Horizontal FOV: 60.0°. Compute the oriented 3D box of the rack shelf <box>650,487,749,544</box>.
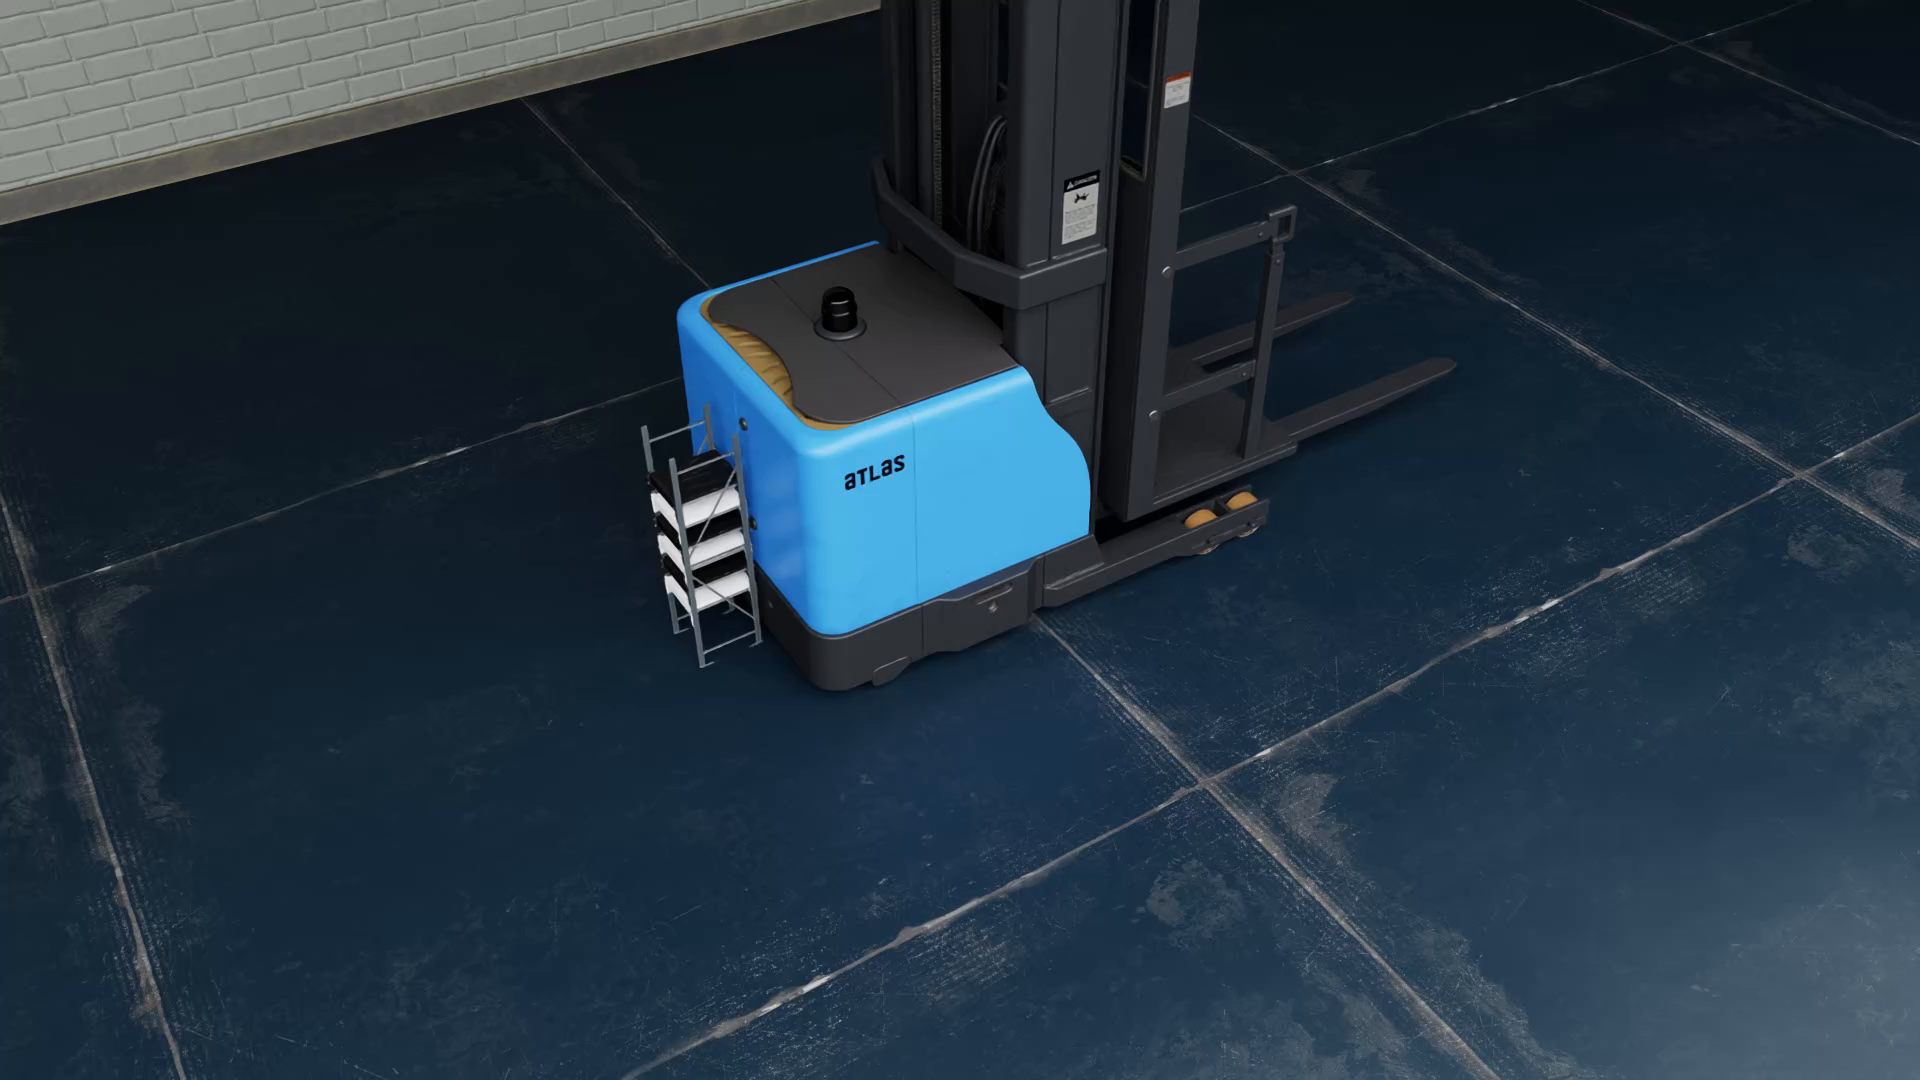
[{"bbox_3d":[-0.854,-0.113,5.451,0.258,0.077,0.200,-23,45,-25],"label":"rack shelf"}]

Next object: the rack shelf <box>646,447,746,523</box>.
[{"bbox_3d":[-0.854,-0.182,5.393,0.258,0.077,0.200,-23,45,-25],"label":"rack shelf"}]

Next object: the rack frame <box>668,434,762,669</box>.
[{"bbox_3d":[-0.797,0.054,5.480,0.240,0.900,0.006,-23,45,-25],"label":"rack frame"}]

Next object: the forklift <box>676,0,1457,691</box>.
[{"bbox_3d":[0.562,-1.339,5.567,3.031,2.935,1.130,-22,44,-24],"label":"forklift"}]

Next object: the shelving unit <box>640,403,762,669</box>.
[{"bbox_3d":[-0.853,-0.001,5.546,0.258,0.900,0.210,-23,45,-25],"label":"shelving unit"}]

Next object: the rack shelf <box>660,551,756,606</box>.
[{"bbox_3d":[-0.852,0.094,5.625,0.258,0.077,0.200,-23,45,-25],"label":"rack shelf"}]

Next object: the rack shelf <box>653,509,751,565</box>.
[{"bbox_3d":[-0.853,-0.044,5.509,0.258,0.077,0.200,-23,45,-25],"label":"rack shelf"}]

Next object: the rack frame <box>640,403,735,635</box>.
[{"bbox_3d":[-0.908,-0.055,5.611,0.240,0.900,0.006,-23,45,-25],"label":"rack frame"}]

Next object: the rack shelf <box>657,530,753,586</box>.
[{"bbox_3d":[-0.852,0.025,5.567,0.258,0.077,0.200,-23,45,-25],"label":"rack shelf"}]

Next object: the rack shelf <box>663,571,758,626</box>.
[{"bbox_3d":[-0.851,0.163,5.683,0.258,0.077,0.200,-23,45,-25],"label":"rack shelf"}]
